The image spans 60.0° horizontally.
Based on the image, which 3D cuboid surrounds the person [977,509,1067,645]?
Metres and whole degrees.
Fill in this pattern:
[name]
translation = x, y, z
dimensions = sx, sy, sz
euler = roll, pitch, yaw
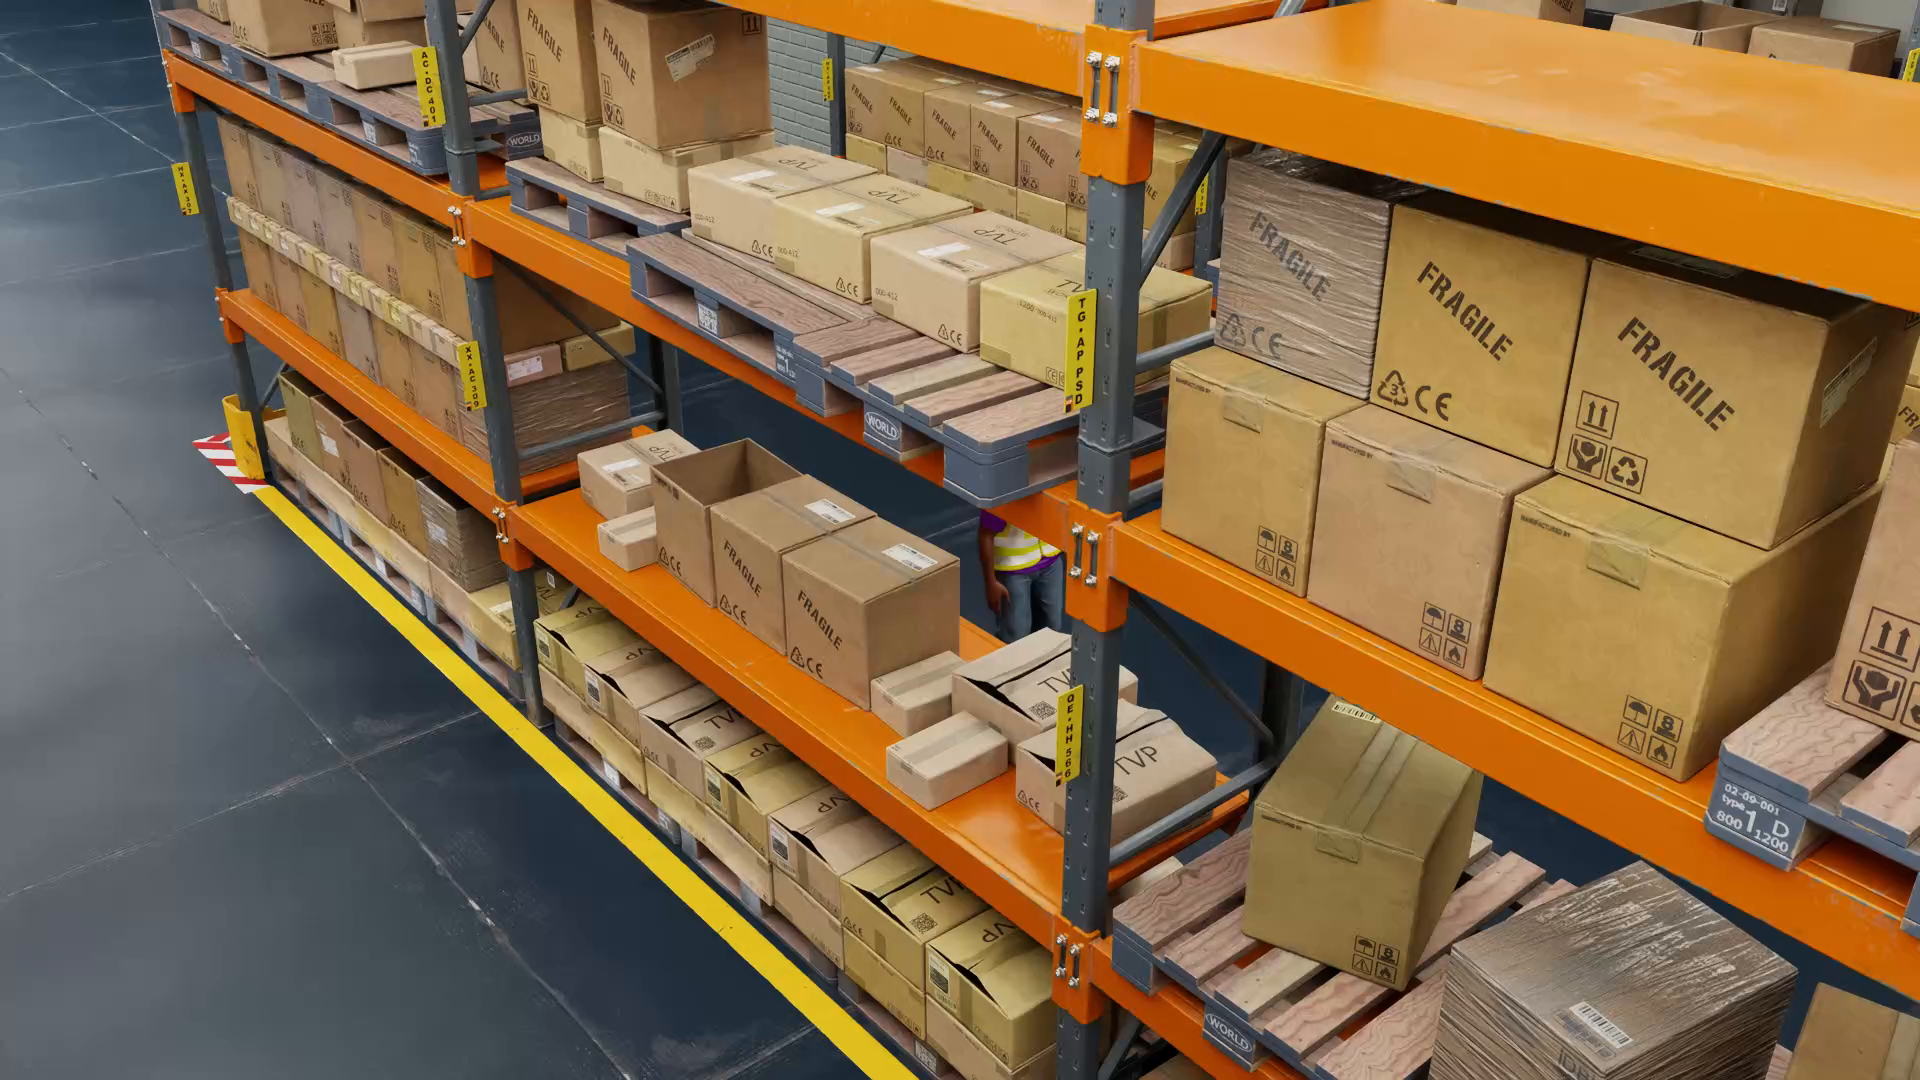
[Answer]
[person]
translation = 0.355, 0.127, 8.366
dimensions = 0.625, 1.759, 0.463
euler = -23, 36, -37
